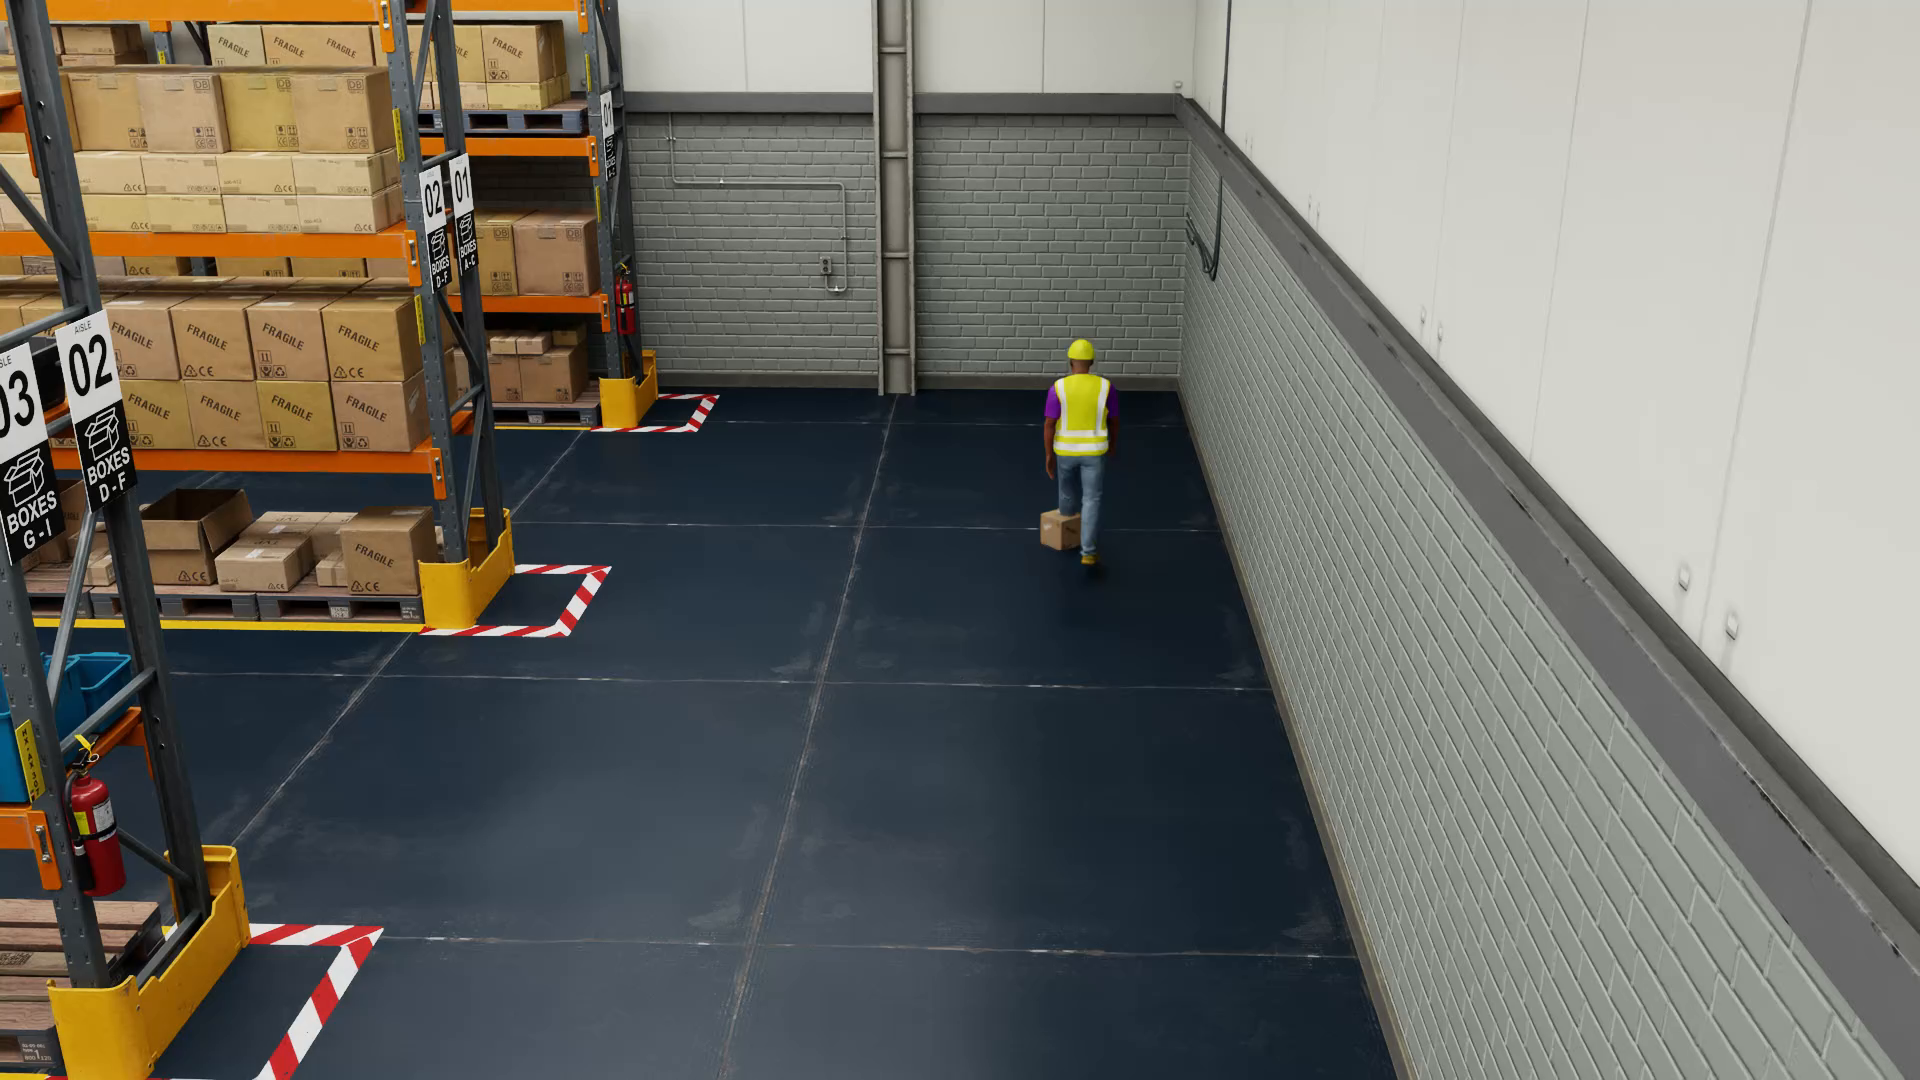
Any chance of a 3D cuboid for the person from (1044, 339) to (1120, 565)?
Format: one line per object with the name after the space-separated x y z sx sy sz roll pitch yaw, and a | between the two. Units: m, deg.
0.945 -0.715 12.954 0.577 1.709 1.114 2 21 5 | person
